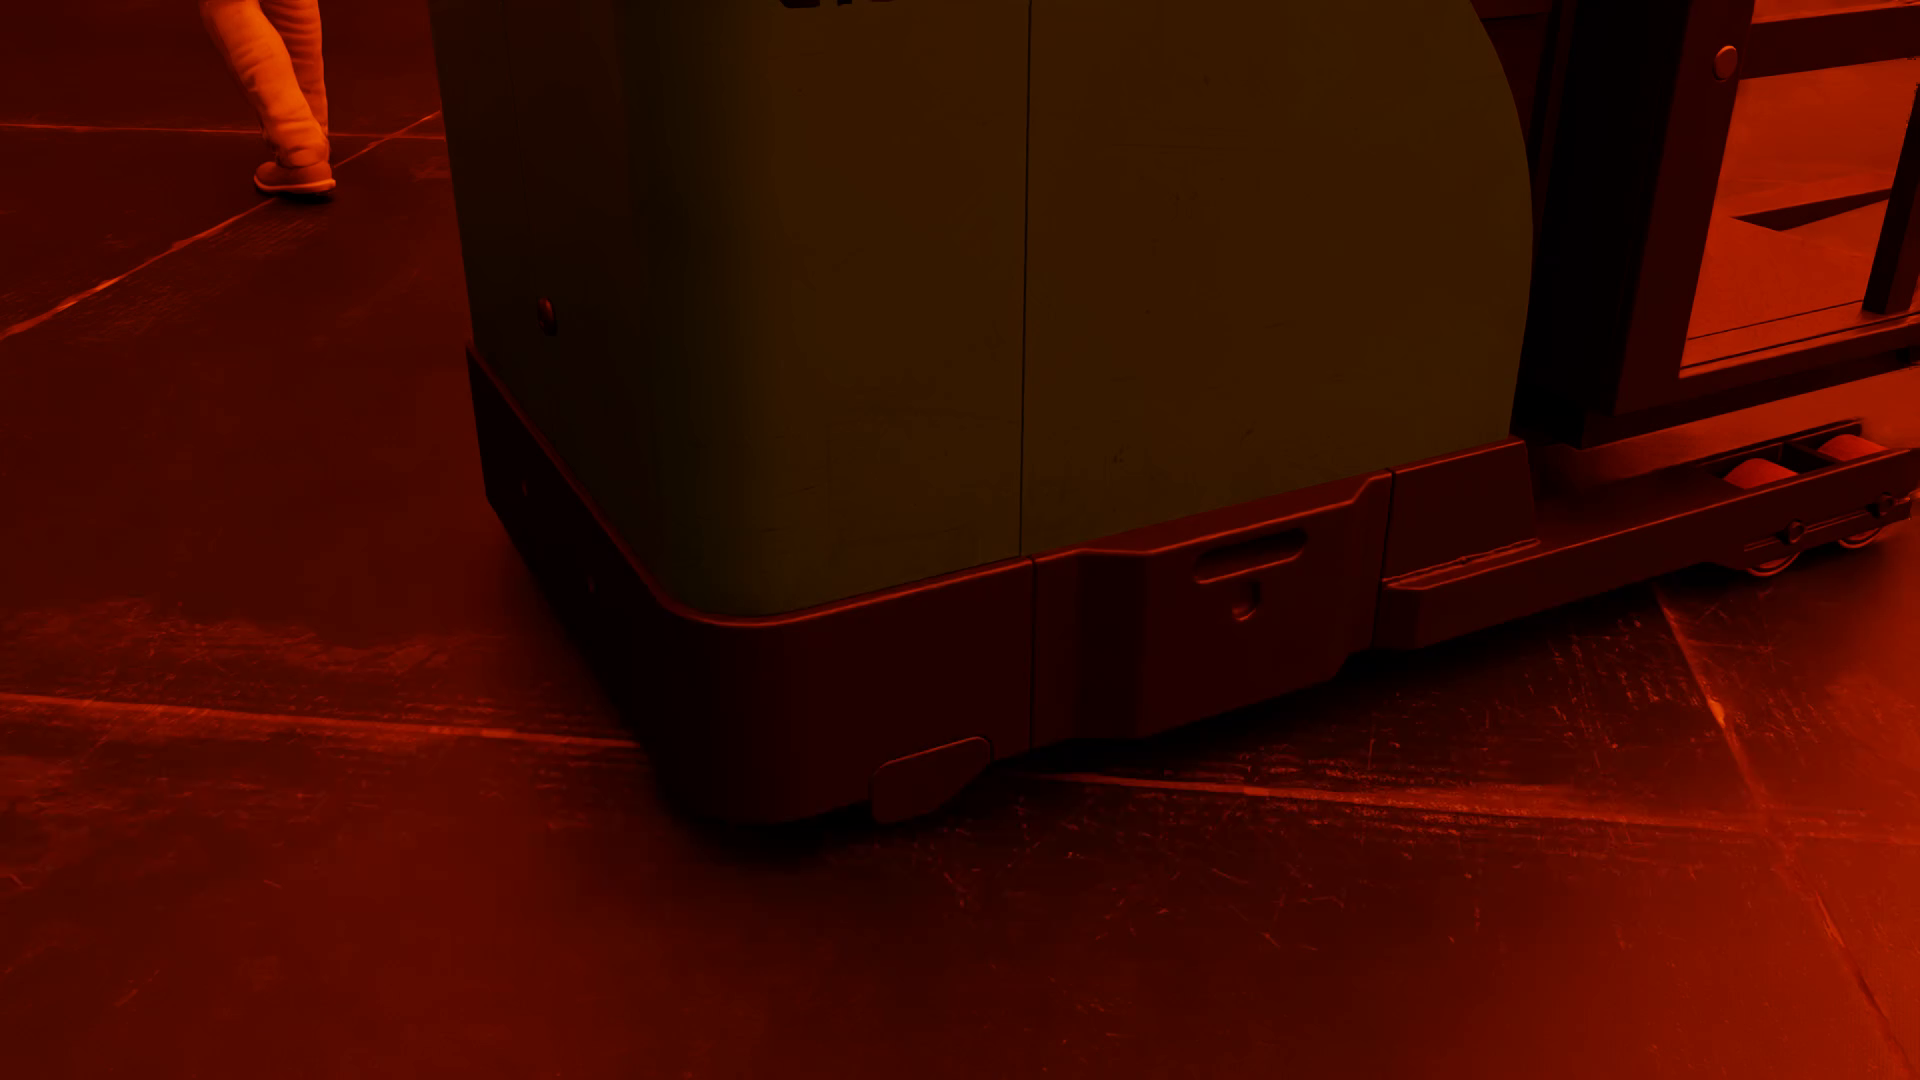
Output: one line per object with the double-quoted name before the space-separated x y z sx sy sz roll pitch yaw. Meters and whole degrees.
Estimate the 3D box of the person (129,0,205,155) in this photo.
"person" -2.013 -1.833 4.379 0.562 1.703 0.508 -18 32 -32

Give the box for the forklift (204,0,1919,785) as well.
"forklift" 0.742 -1.271 1.765 3.031 2.935 1.130 1 27 2
